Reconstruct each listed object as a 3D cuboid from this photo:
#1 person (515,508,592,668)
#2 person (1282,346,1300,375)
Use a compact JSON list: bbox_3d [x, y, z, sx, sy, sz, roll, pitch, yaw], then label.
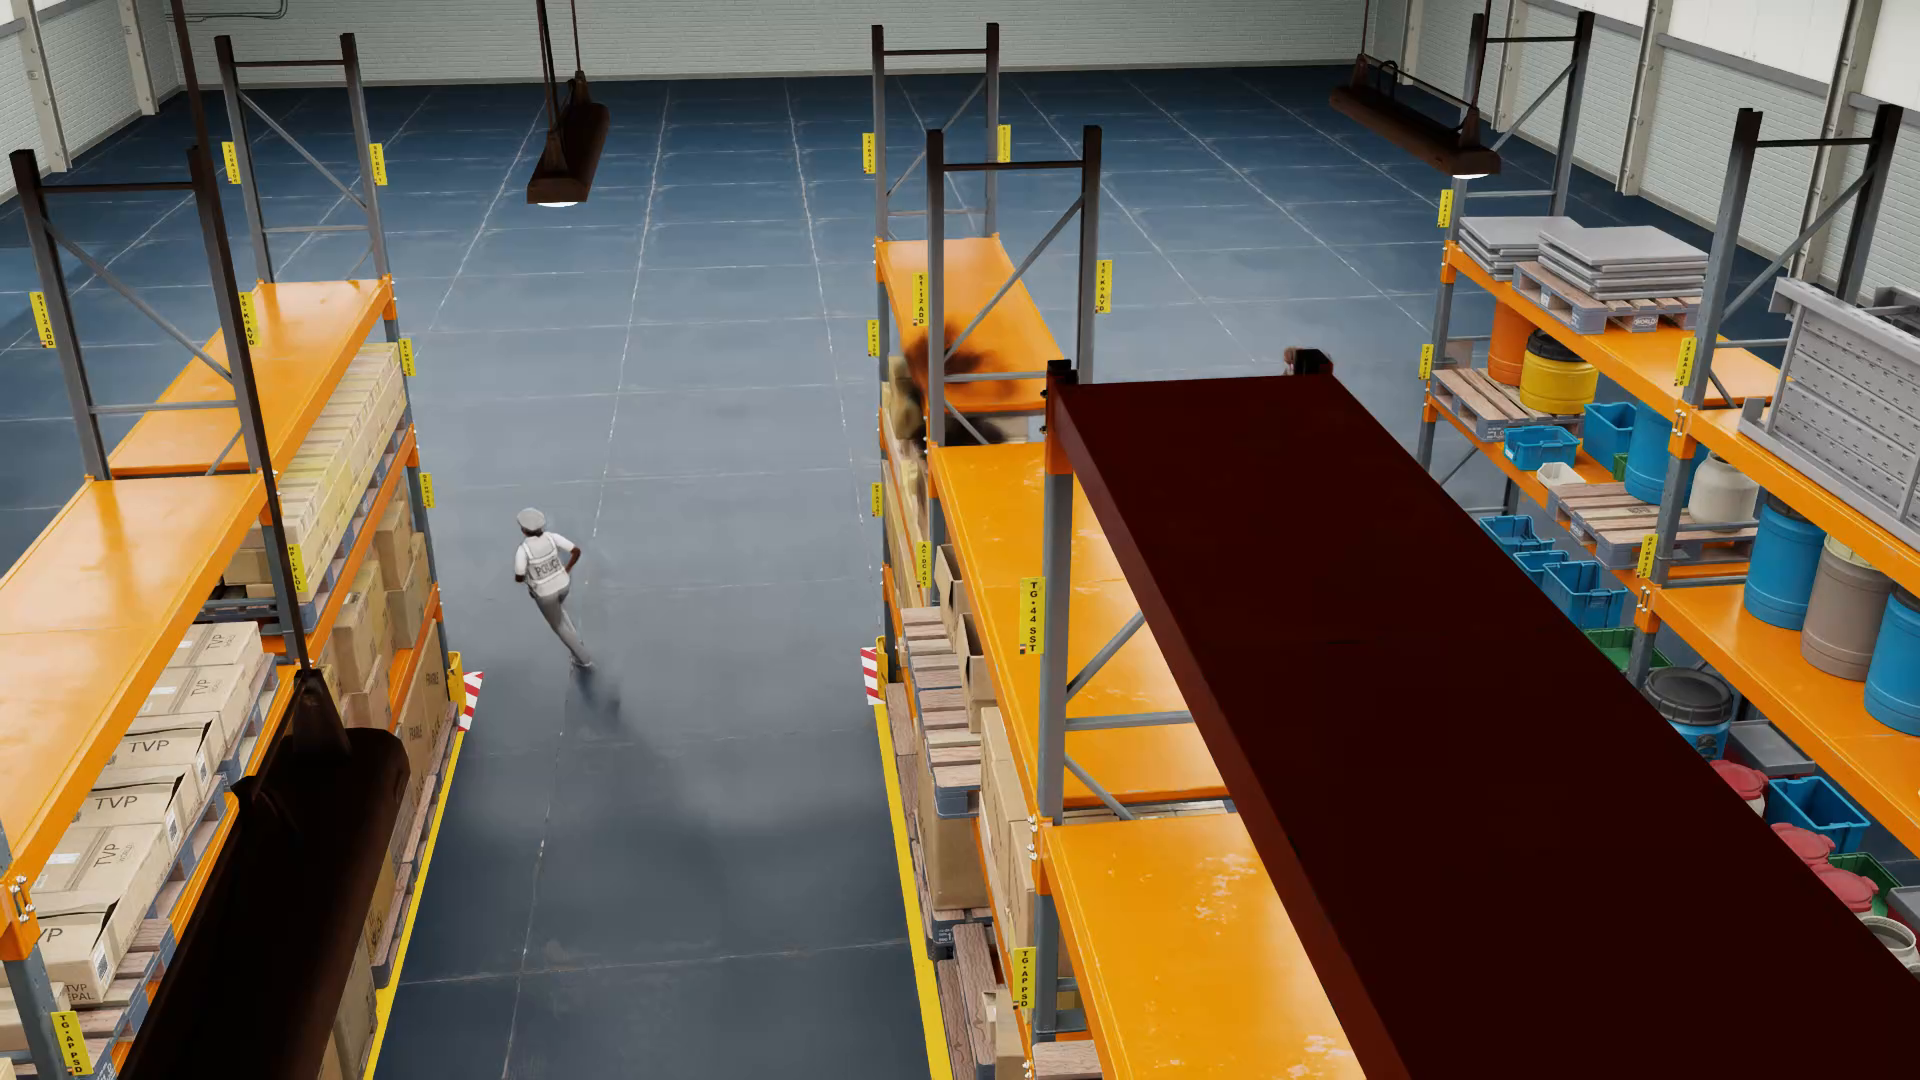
[{"bbox_3d":[-3.851,0.471,15.593,0.620,1.672,0.601,18,31,33],"label":"person"},{"bbox_3d":[4.014,-1.534,19.901,0.715,1.615,0.566,11,28,22],"label":"person"}]
